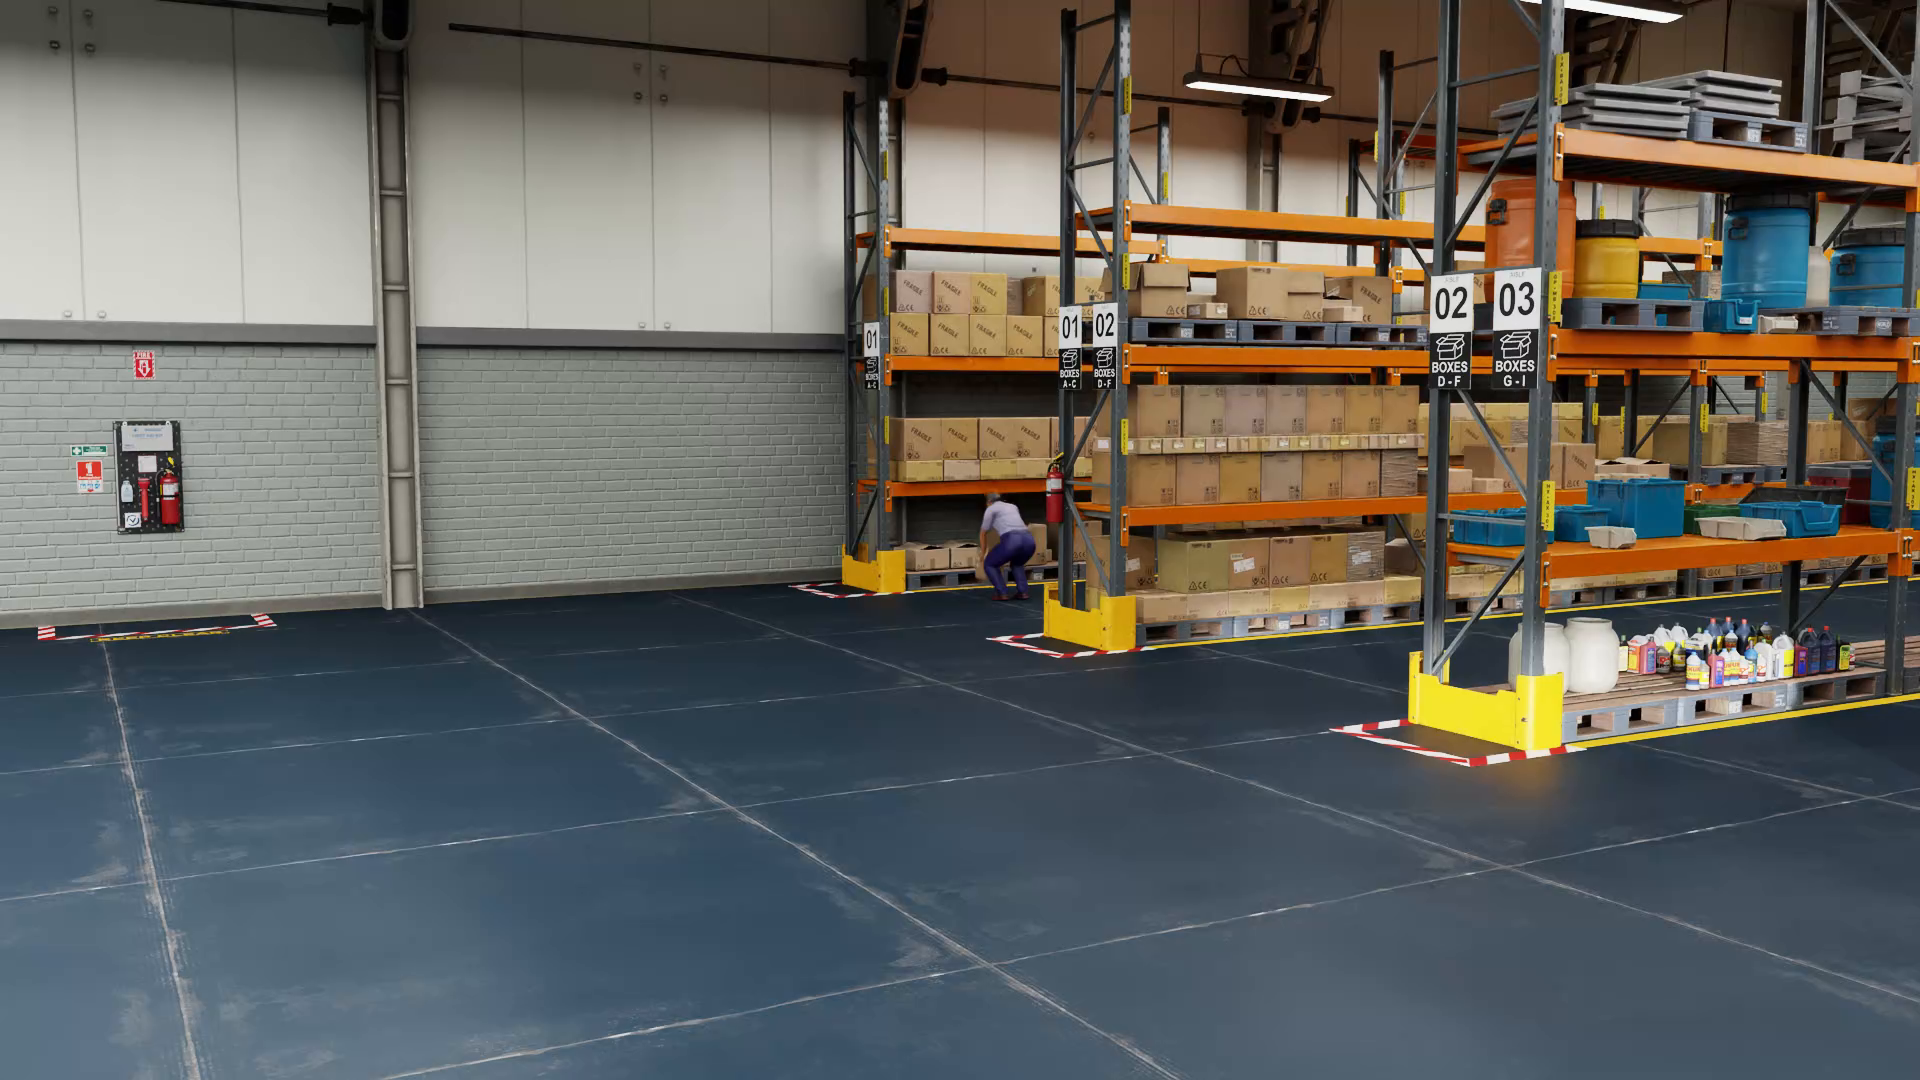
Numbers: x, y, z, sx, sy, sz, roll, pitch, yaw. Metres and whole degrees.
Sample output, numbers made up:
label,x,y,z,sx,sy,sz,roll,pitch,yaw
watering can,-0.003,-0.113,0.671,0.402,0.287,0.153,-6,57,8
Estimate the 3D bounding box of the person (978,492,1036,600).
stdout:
label,x,y,z,sx,sy,sz,roll,pitch,yaw
person,0.526,0.077,19.123,0.540,1.228,0.727,-3,6,-29
